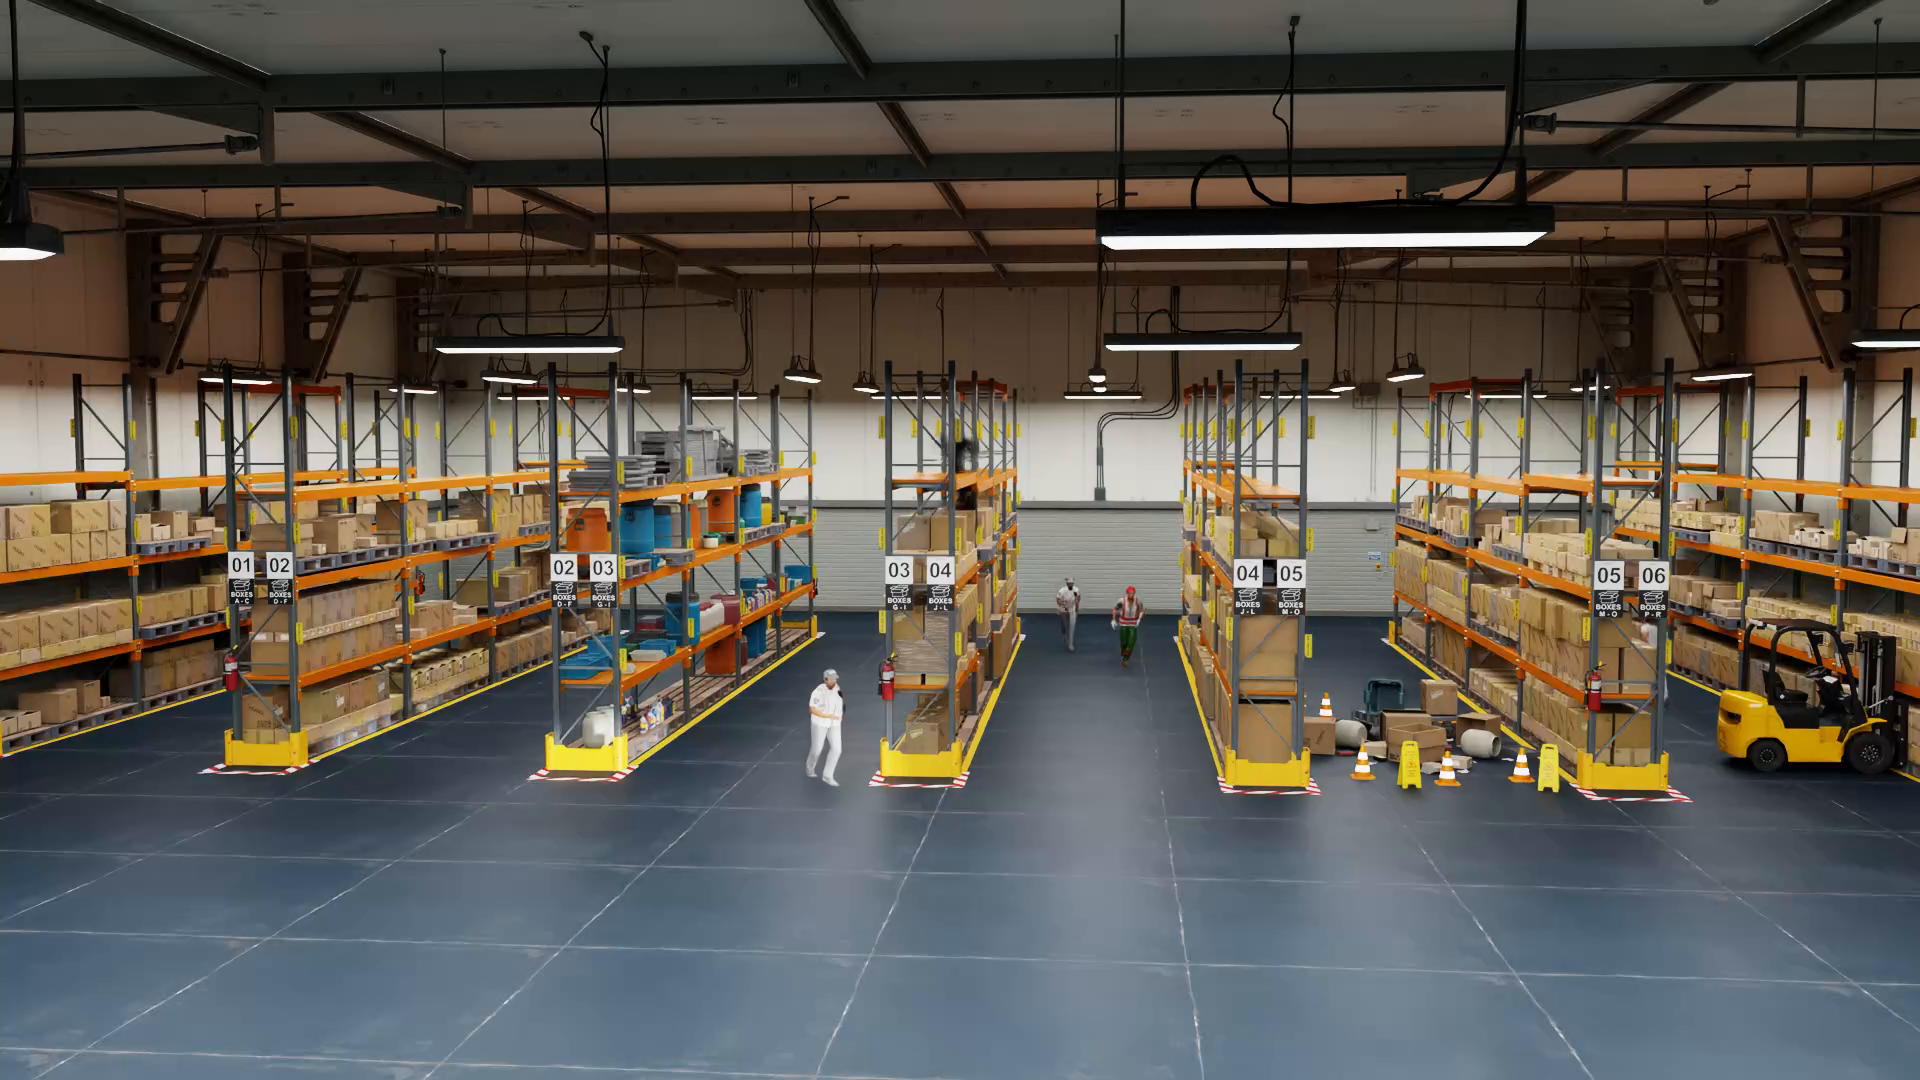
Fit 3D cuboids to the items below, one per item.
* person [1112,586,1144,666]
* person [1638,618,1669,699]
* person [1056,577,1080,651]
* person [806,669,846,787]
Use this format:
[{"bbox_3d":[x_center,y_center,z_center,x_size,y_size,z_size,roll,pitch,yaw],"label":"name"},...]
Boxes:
[{"bbox_3d":[3.578,1.821,35.419,0.658,1.715,0.705,-1,4,-10],"label":"person"},{"bbox_3d":[12.789,2.162,30.766,0.562,1.638,0.954,-1,4,-8],"label":"person"},{"bbox_3d":[2.489,1.670,38.266,0.582,1.681,1.061,0,4,-3],"label":"person"},{"bbox_3d":[-1.950,2.643,23.664,0.586,1.675,0.799,-2,4,-33],"label":"person"}]
